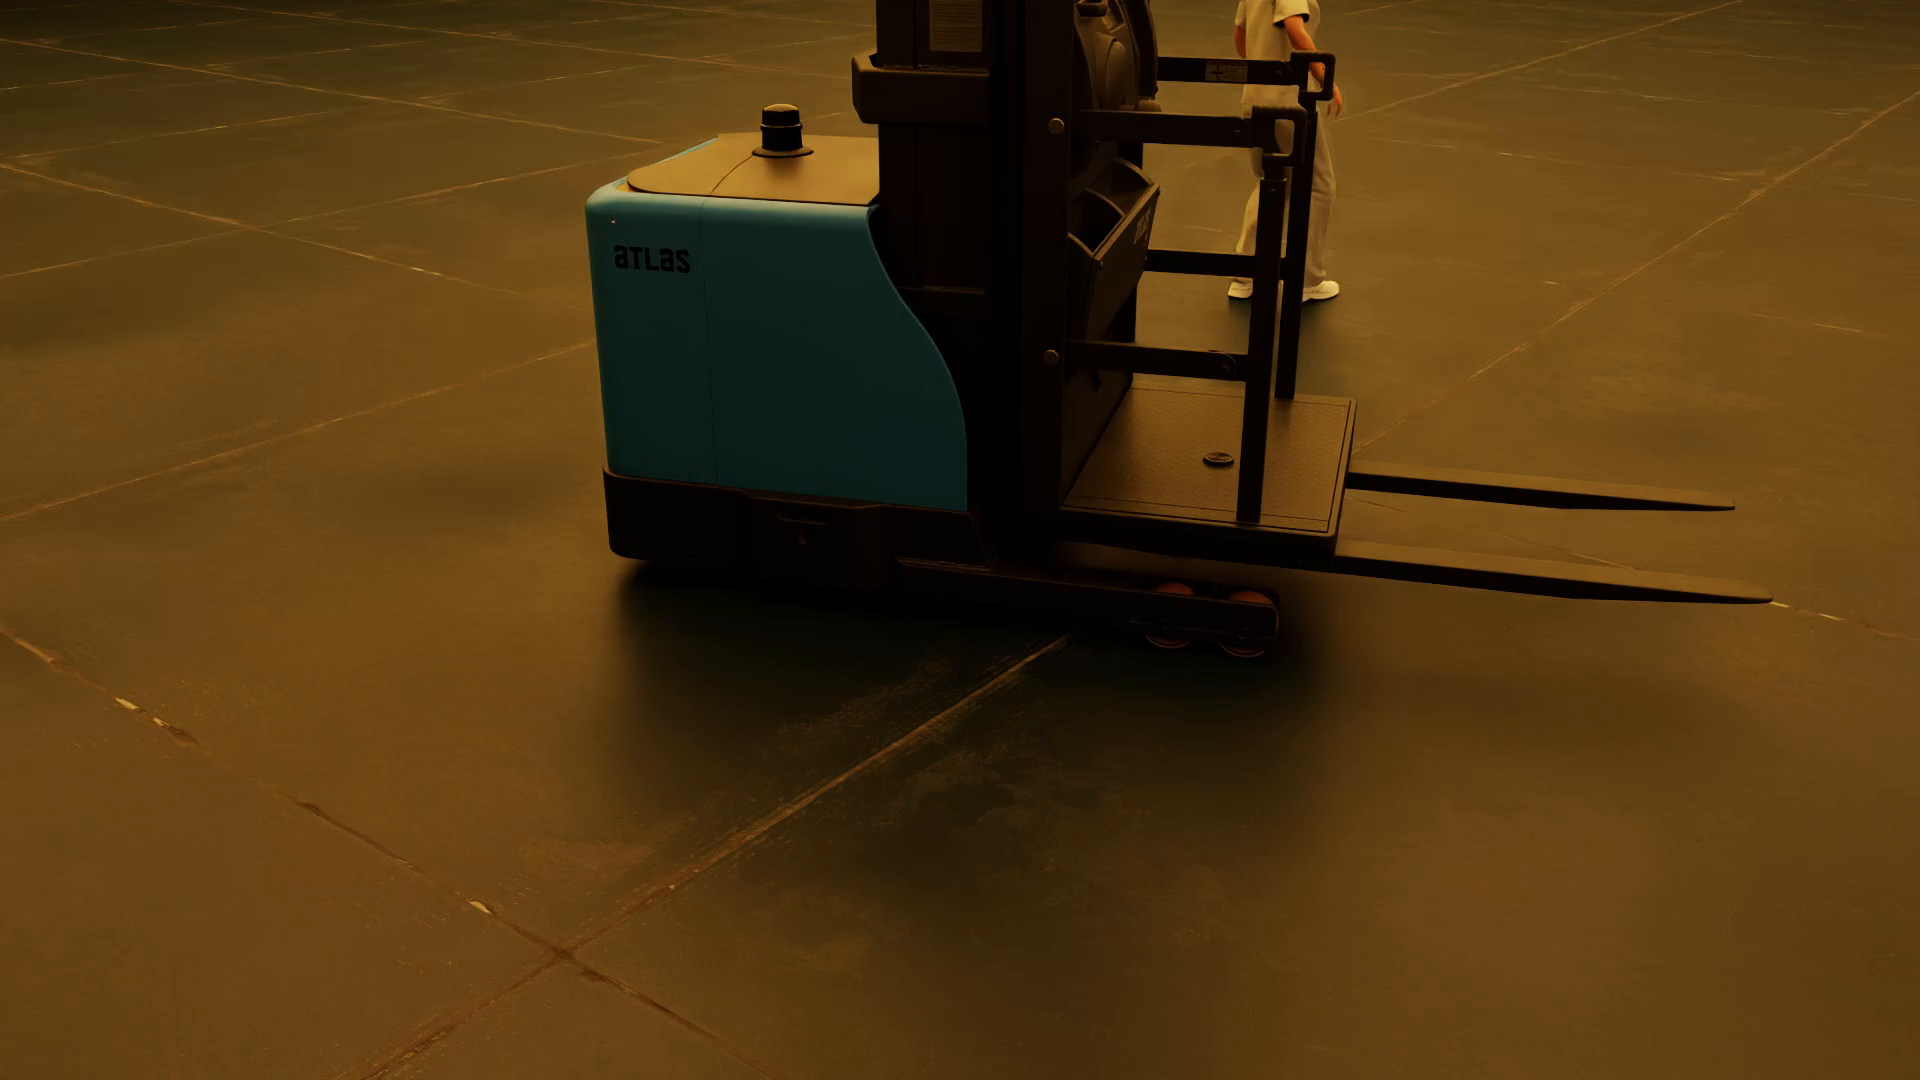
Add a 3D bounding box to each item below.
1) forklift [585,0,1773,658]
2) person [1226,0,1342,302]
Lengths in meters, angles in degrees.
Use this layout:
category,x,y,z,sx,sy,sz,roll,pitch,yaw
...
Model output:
category,x,y,z,sx,sy,sz,roll,pitch,yaw
forklift,0.587,-1.281,4.173,3.031,2.935,1.130,6,24,14
person,1.413,-1.857,7.131,0.478,1.642,0.630,-10,25,-22
